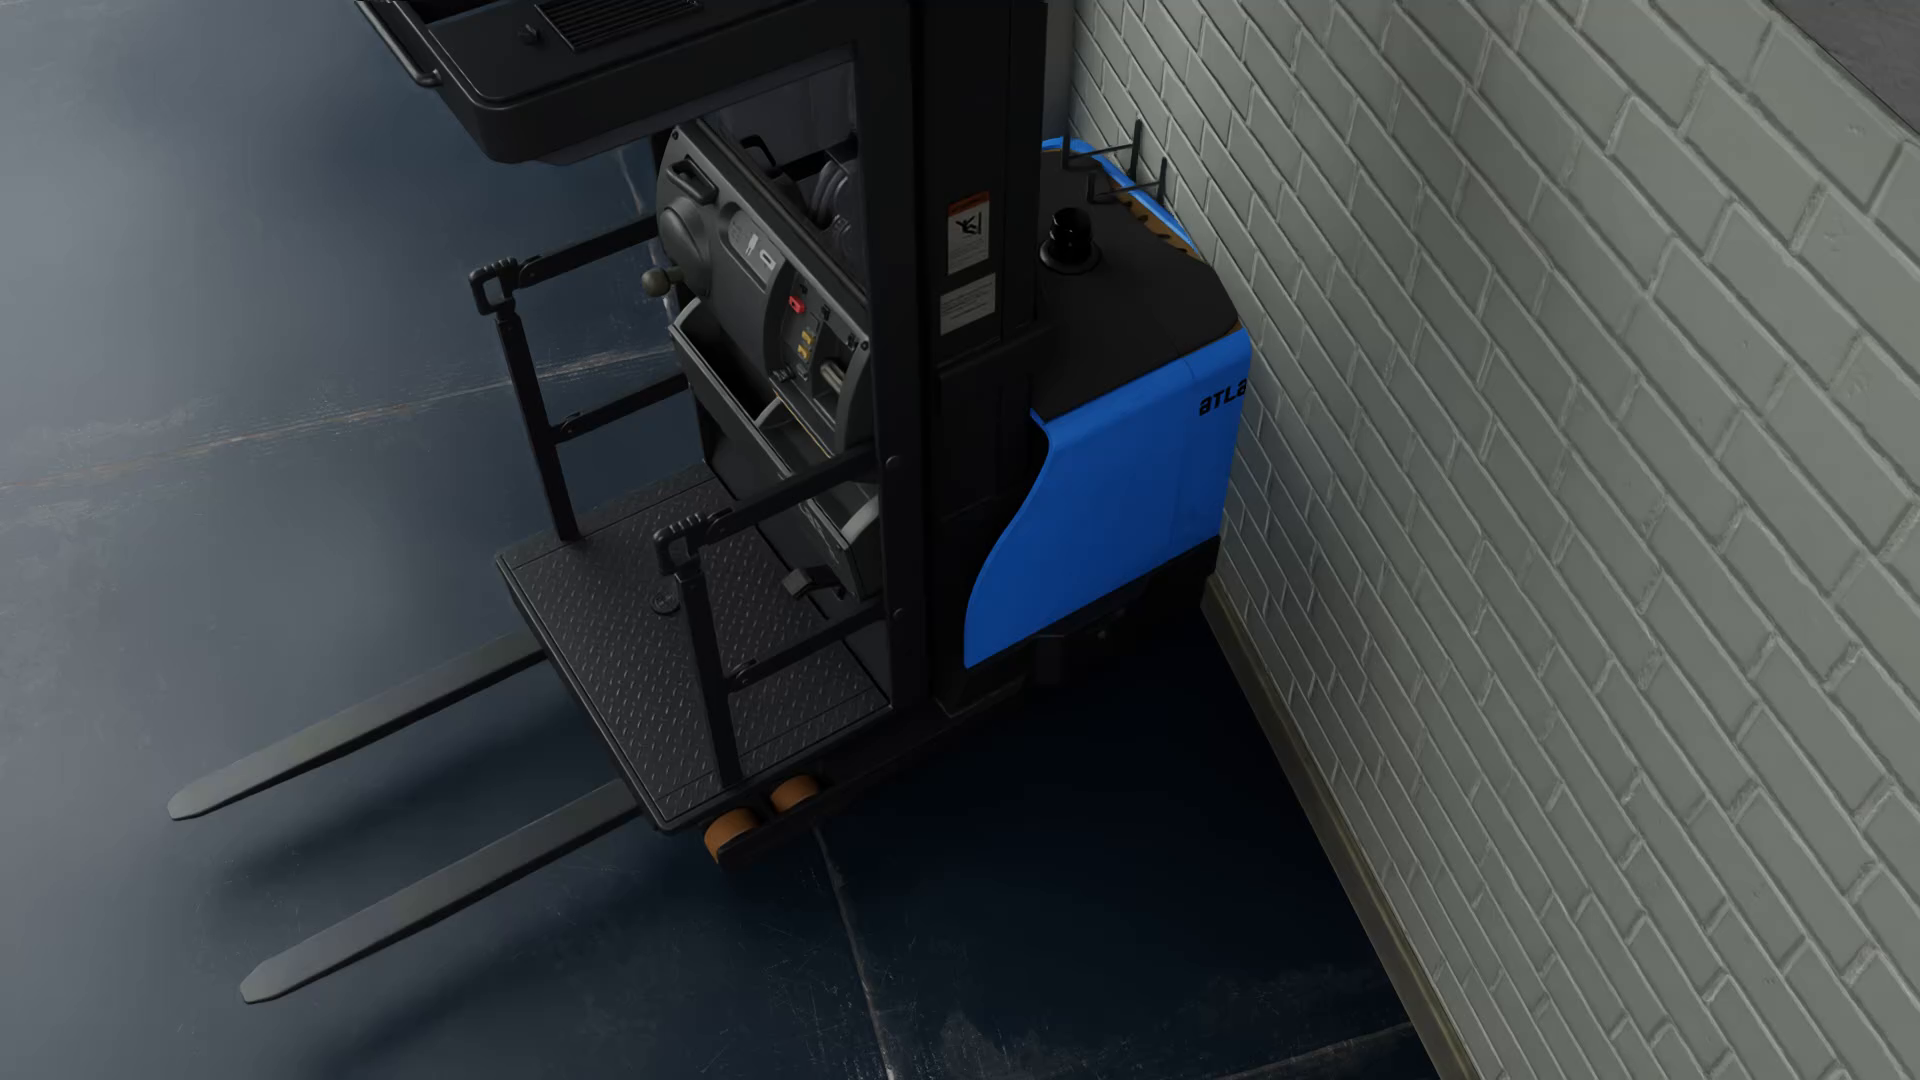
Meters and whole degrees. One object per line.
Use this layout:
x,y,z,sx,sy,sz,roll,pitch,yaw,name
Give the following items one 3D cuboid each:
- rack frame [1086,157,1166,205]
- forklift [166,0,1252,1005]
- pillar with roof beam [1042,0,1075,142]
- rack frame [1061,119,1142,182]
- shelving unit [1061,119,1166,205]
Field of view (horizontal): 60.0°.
0.451,-0.632,4.999,0.240,1.200,0.006,-14,51,-14,rack frame
-0.641,-0.528,3.778,3.031,2.935,1.130,-27,55,-21,forklift
-3.964,-2.867,1.781,9.100,9.000,0.400,-13,51,-11,pillar with roof beam
0.389,-0.763,5.111,0.240,1.200,0.006,-14,51,-14,rack frame
0.420,-0.698,5.055,0.258,1.200,0.189,-14,51,-14,shelving unit
